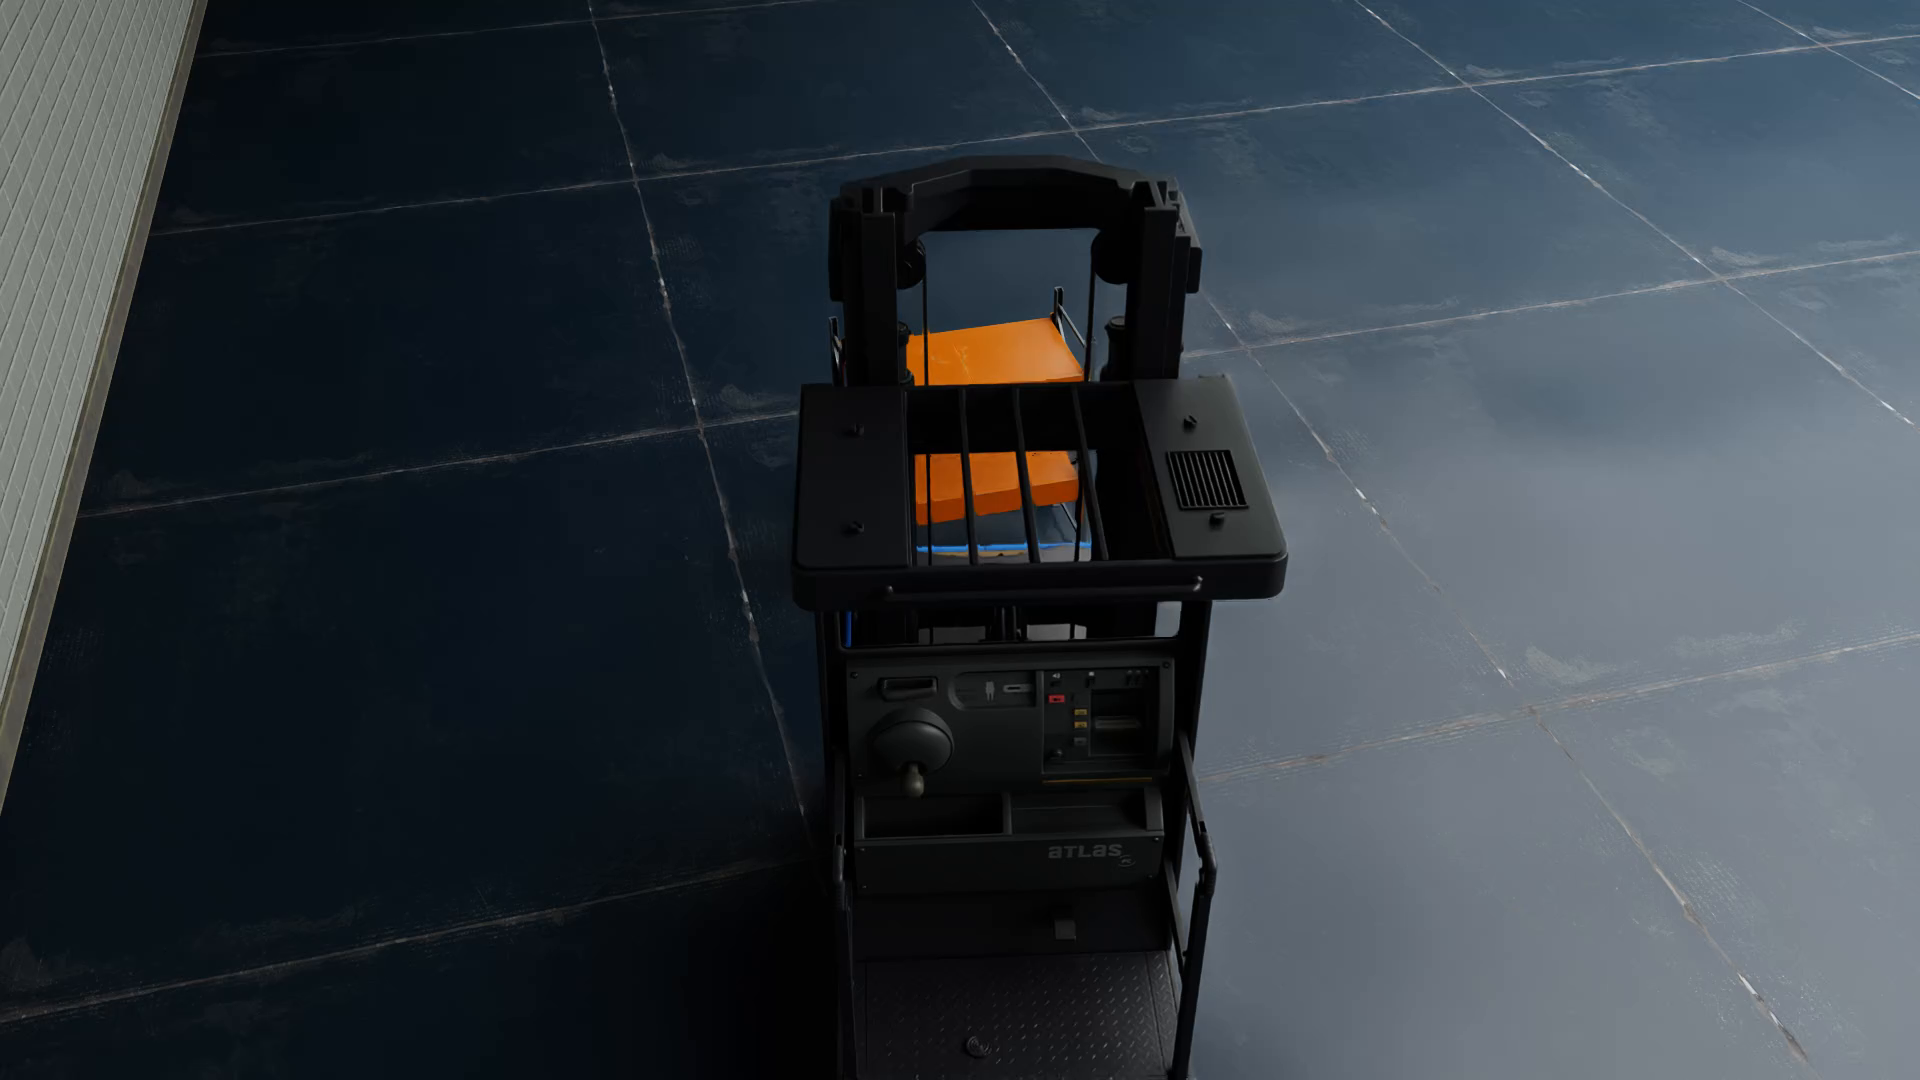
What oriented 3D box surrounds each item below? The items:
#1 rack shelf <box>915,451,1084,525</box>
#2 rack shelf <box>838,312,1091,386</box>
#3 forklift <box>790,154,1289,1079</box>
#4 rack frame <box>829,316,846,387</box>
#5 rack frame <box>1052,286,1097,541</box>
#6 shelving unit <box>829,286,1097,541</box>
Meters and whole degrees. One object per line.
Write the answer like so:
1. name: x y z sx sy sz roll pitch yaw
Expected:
1. rack shelf: 0.007 -0.254 7.558 1.000 0.278 0.538 -9 38 -12
2. rack shelf: 0.007 -0.680 7.232 1.000 0.278 0.538 -9 38 -12
3. forklift: 0.157 0.594 4.562 1.130 2.935 3.031 -2 37 -2
4. rack frame: -0.484 -0.367 7.304 0.032 1.125 0.500 -9 38 -12
5. rack frame: 0.497 -0.528 7.515 0.032 1.125 0.500 -9 38 -12
6. shelving unit: 0.007 -0.448 7.410 1.048 1.125 0.538 -9 38 -12
